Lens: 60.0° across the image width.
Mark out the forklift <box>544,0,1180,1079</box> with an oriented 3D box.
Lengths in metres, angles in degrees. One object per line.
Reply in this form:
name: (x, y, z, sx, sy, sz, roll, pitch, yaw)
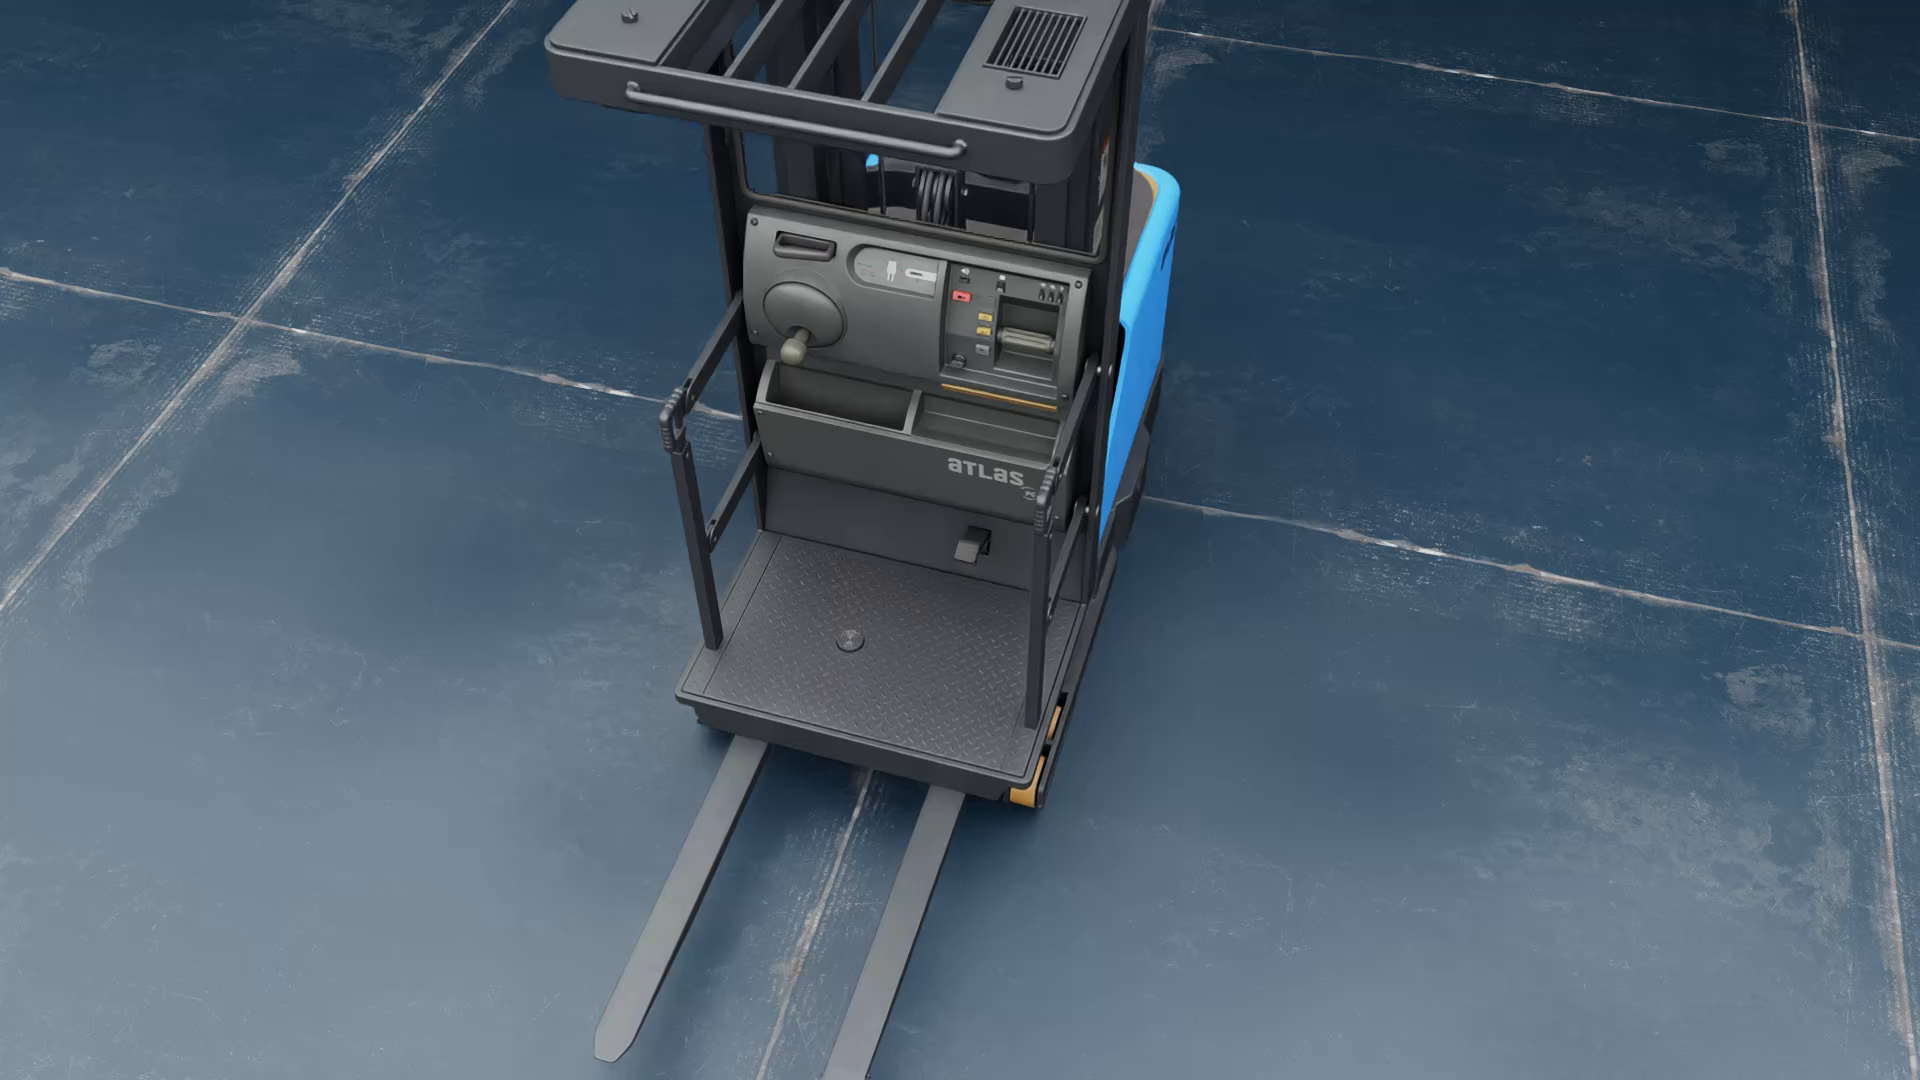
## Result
forklift: (-0.187, -0.505, 4.241, 1.130, 2.935, 3.031, 13, 50, 11)
